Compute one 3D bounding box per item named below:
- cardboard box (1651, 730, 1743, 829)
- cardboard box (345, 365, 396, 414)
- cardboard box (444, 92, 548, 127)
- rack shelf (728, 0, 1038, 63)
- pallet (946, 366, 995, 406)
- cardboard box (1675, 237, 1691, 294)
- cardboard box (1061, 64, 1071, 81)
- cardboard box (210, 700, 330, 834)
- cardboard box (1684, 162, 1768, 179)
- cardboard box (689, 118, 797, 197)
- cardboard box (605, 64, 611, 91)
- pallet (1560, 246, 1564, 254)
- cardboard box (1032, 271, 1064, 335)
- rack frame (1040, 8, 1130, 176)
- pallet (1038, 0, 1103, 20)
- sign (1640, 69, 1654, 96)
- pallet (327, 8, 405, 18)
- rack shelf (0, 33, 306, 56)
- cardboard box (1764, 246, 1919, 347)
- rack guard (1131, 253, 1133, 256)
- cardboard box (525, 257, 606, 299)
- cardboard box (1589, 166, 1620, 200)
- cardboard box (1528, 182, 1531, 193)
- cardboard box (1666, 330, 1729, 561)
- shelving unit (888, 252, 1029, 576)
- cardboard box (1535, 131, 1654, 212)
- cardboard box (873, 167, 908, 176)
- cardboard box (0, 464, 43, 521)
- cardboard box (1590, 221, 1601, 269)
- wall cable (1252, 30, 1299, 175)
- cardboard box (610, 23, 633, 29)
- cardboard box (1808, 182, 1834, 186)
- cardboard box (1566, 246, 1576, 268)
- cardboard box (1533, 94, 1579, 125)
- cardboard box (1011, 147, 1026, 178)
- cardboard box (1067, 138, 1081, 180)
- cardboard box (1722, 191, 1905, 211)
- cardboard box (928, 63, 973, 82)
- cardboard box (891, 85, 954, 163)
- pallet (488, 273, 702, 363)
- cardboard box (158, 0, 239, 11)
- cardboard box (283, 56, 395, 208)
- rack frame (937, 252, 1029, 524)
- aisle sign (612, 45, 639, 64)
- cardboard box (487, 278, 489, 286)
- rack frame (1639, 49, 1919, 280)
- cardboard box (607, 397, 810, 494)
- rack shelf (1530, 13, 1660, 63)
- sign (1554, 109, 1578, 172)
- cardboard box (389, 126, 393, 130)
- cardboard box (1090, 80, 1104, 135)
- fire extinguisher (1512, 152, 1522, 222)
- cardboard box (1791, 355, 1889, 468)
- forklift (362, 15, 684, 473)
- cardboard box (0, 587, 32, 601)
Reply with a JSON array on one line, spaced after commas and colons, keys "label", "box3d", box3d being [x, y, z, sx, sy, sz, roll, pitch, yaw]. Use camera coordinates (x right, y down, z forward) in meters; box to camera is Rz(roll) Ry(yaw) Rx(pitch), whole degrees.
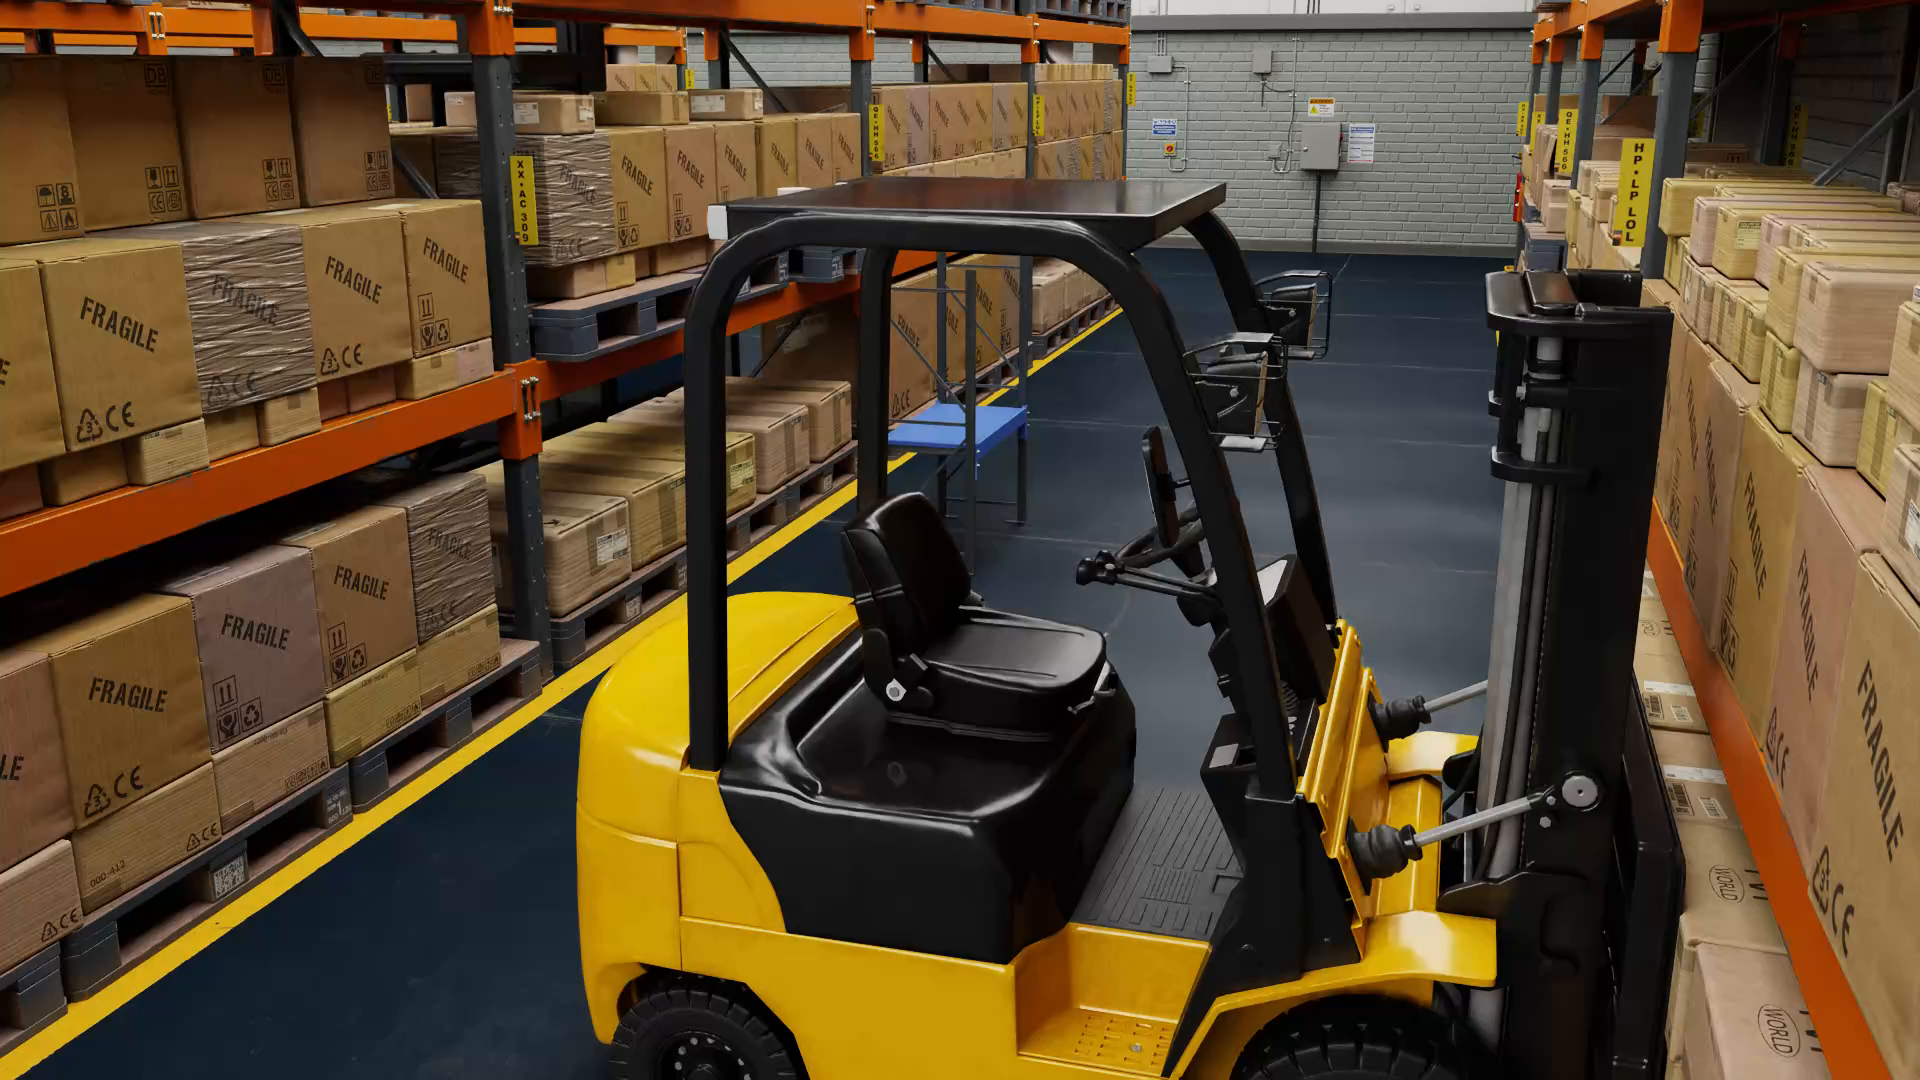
[{"label": "cardboard box", "box3d": [1.722, 0.632, 3.540, 0.500, 0.250, 0.500, 4, 16, 15]}, {"label": "cardboard box", "box3d": [-2.170, -0.538, 5.688, 0.380, 0.149, 0.250, 5, 17, 16]}, {"label": "cardboard box", "box3d": [-2.060, -1.919, 7.412, 0.380, 0.149, 0.250, 4, 16, 14]}, {"label": "rack shelf", "box3d": [-0.453, -3.561, 11.708, 1.077, 0.370, 4.000, 5, 16, 16]}, {"label": "pallet", "box3d": [-0.376, -1.118, 12.383, 1.003, 0.211, 1.213, 5, 16, 16]}, {"label": "cardboard box", "box3d": [2.188, -0.740, 4.568, 0.380, 0.149, 0.250, 5, 17, 17]}, {"label": "cardboard box", "box3d": [0.777, -4.157, 14.784, 0.380, 0.149, 0.250, 4, 16, 14]}, {"label": "cardboard box", "box3d": [-2.359, 0.675, 5.223, 0.500, 0.250, 0.500, 5, 17, 17]}, {"label": "cardboard box", "box3d": [3.841, -1.816, 8.364, 0.380, 0.149, 0.250, 5, 17, 18]}, {"label": "cardboard box", "box3d": [-1.162, -1.925, 8.622, 0.500, 0.500, 0.500, 3, 16, 12]}, {"label": "cardboard box", "box3d": [-3.844, -4.516, 16.695, 0.500, 0.500, 0.500, 4, 16, 14]}, {"label": "pallet", "box3d": [4.287, -1.974, 10.642, 1.003, 0.211, 1.213, 5, 16, 16]}, {"label": "cardboard box", "box3d": [0.397, -2.113, 14.706, 0.875, 0.438, 0.875, 4, 16, 15]}, {"label": "rack frame", "box3d": [1.253, -4.034, 17.554, 1.000, 3.000, 0.127, 5, 16, 16]}, {"label": "pallet", "box3d": [0.707, -4.919, 15.340, 1.003, 0.211, 1.213, 5, 16, 16]}, {"label": "sign", "box3d": [6.539, -4.311, 15.829, 0.100, 0.325, 0.005, 5, 16, 16]}, {"label": "pallet", "box3d": [-5.228, -4.273, 13.243, 1.213, 0.211, 1.003, 5, 16, 16]}, {"label": "rack shelf", "box3d": [-8.817, -5.376, 18.107, 1.077, 0.370, 4.000, 5, 16, 16]}, {"label": "cardboard box", "box3d": [1.632, -0.419, 2.892, 0.380, 0.149, 0.250, 5, 17, 17]}, {"label": "rack guard", "box3d": [1.259, -2.837, 17.917, 1.175, 0.500, 0.348, 5, 16, 16]}, {"label": "cardboard box", "box3d": [-1.698, -1.096, 6.886, 0.380, 0.149, 0.250, 5, 17, 17]}, {"label": "cardboard box", "box3d": [3.243, -1.717, 8.015, 0.380, 0.149, 0.250, 5, 17, 17]}, {"label": "cardboard box", "box3d": [5.187, -3.061, 14.583, 0.380, 0.149, 0.250, 5, 17, 17]}, {"label": "cardboard box", "box3d": [1.951, -0.192, 3.828, 0.500, 0.500, 0.500, 4, 16, 15]}, {"label": "shelving unit", "box3d": [-0.024, -0.699, 8.546, 0.538, 1.500, 1.048, 5, 16, 16]}, {"label": "cardboard box", "box3d": [4.154, -2.403, 10.853, 0.700, 0.500, 0.500, 5, 16, 16]}, {"label": "cardboard box", "box3d": [-0.640, -2.223, 10.527, 0.500, 0.250, 0.500, 5, 16, 15]}, {"label": "cardboard box", "box3d": [-2.613, -0.137, 4.275, 0.380, 0.149, 0.250, 5, 17, 18]}, {"label": "cardboard box", "box3d": [2.948, -1.226, 7.013, 0.500, 0.250, 0.500, 5, 17, 17]}, {"label": "wall cable", "box3d": [4.196, -5.893, 22.246, 0.588, 1.984, 0.122, 5, 16, 16]}, {"label": "cardboard box", "box3d": [-3.689, -5.360, 17.007, 0.500, 0.250, 0.500, 5, 17, 18]}, {"label": "cardboard box", "box3d": [3.423, -1.413, 6.942, 0.380, 0.149, 0.250, 5, 17, 17]}, {"label": "cardboard box", "box3d": [3.379, -1.388, 8.499, 0.500, 0.250, 0.500, 5, 16, 16]}, {"label": "cardboard box", "box3d": [5.199, -3.591, 14.349, 0.500, 0.500, 0.500, 5, 17, 17]}, {"label": "cardboard box", "box3d": [0.224, -3.021, 13.343, 0.500, 0.250, 0.500, 5, 16, 16]}, {"label": "cardboard box", "box3d": [0.795, -3.399, 15.132, 0.500, 0.500, 0.500, 5, 17, 16]}, {"label": "cardboard box", "box3d": [2.176, -0.810, 4.272, 0.380, 0.149, 0.250, 4, 16, 15]}, {"label": "cardboard box", "box3d": [-0.102, -3.934, 13.997, 0.380, 0.149, 0.250, 4, 16, 15]}, {"label": "cardboard box", "box3d": [-0.353, -2.845, 11.346, 0.500, 0.500, 0.500, 5, 17, 17]}, {"label": "pallet", "box3d": [-1.801, -0.991, 7.176, 1.003, 0.211, 1.213, 5, 16, 16]}, {"label": "cardboard box", "box3d": [-5.378, -3.918, 11.466, 0.500, 0.500, 0.500, 5, 16, 16]}, {"label": "cardboard box", "box3d": [-2.491, -1.468, 5.948, 0.700, 0.500, 0.500, 4, 16, 15]}, {"label": "rack frame", "box3d": [0.120, -0.832, 9.015, 0.500, 1.500, 0.032, 5, 16, 16]}, {"label": "aisle sign", "box3d": [-3.789, -5.684, 18.608, 0.394, 0.787, 0.004, 5, 16, 16]}, {"label": "cardboard box", "box3d": [-2.184, -1.199, 7.251, 0.380, 0.149, 0.250, 4, 16, 14]}, {"label": "rack frame", "box3d": [2.602, -0.510, 5.131, 1.000, 3.000, 0.127, 5, 16, 16]}, {"label": "cardboard box", "box3d": [-1.393, -0.538, 9.275, 0.950, 0.372, 0.625, 4, 16, 15]}, {"label": "rack shelf", "box3d": [5.444, -4.224, 14.044, 1.077, 0.370, 4.000, 5, 16, 16]}, {"label": "sign", "box3d": [3.216, -2.115, 8.813, 0.100, 0.325, 0.005, 5, 16, 16]}, {"label": "cardboard box", "box3d": [-4.884, -3.321, 13.643, 0.380, 0.149, 0.250, 4, 16, 14]}, {"label": "cardboard box", "box3d": [1.080, -4.150, 15.948, 0.500, 0.500, 0.500, 5, 16, 16]}, {"label": "fire extinguisher", "box3d": [5.611, -3.508, 16.524, 0.296, 0.674, 0.183, 5, 16, 16]}, {"label": "cardboard box", "box3d": [1.584, -0.206, 2.687, 0.380, 0.149, 0.250, 4, 16, 14]}, {"label": "forklift", "box3d": [-2.846, -1.921, 10.230, 1.130, 2.935, 3.031, 5, 17, 17]}, {"label": "cardboard box", "box3d": [-3.021, 0.414, 4.767, 0.500, 0.500, 0.500, 4, 16, 15]}]
